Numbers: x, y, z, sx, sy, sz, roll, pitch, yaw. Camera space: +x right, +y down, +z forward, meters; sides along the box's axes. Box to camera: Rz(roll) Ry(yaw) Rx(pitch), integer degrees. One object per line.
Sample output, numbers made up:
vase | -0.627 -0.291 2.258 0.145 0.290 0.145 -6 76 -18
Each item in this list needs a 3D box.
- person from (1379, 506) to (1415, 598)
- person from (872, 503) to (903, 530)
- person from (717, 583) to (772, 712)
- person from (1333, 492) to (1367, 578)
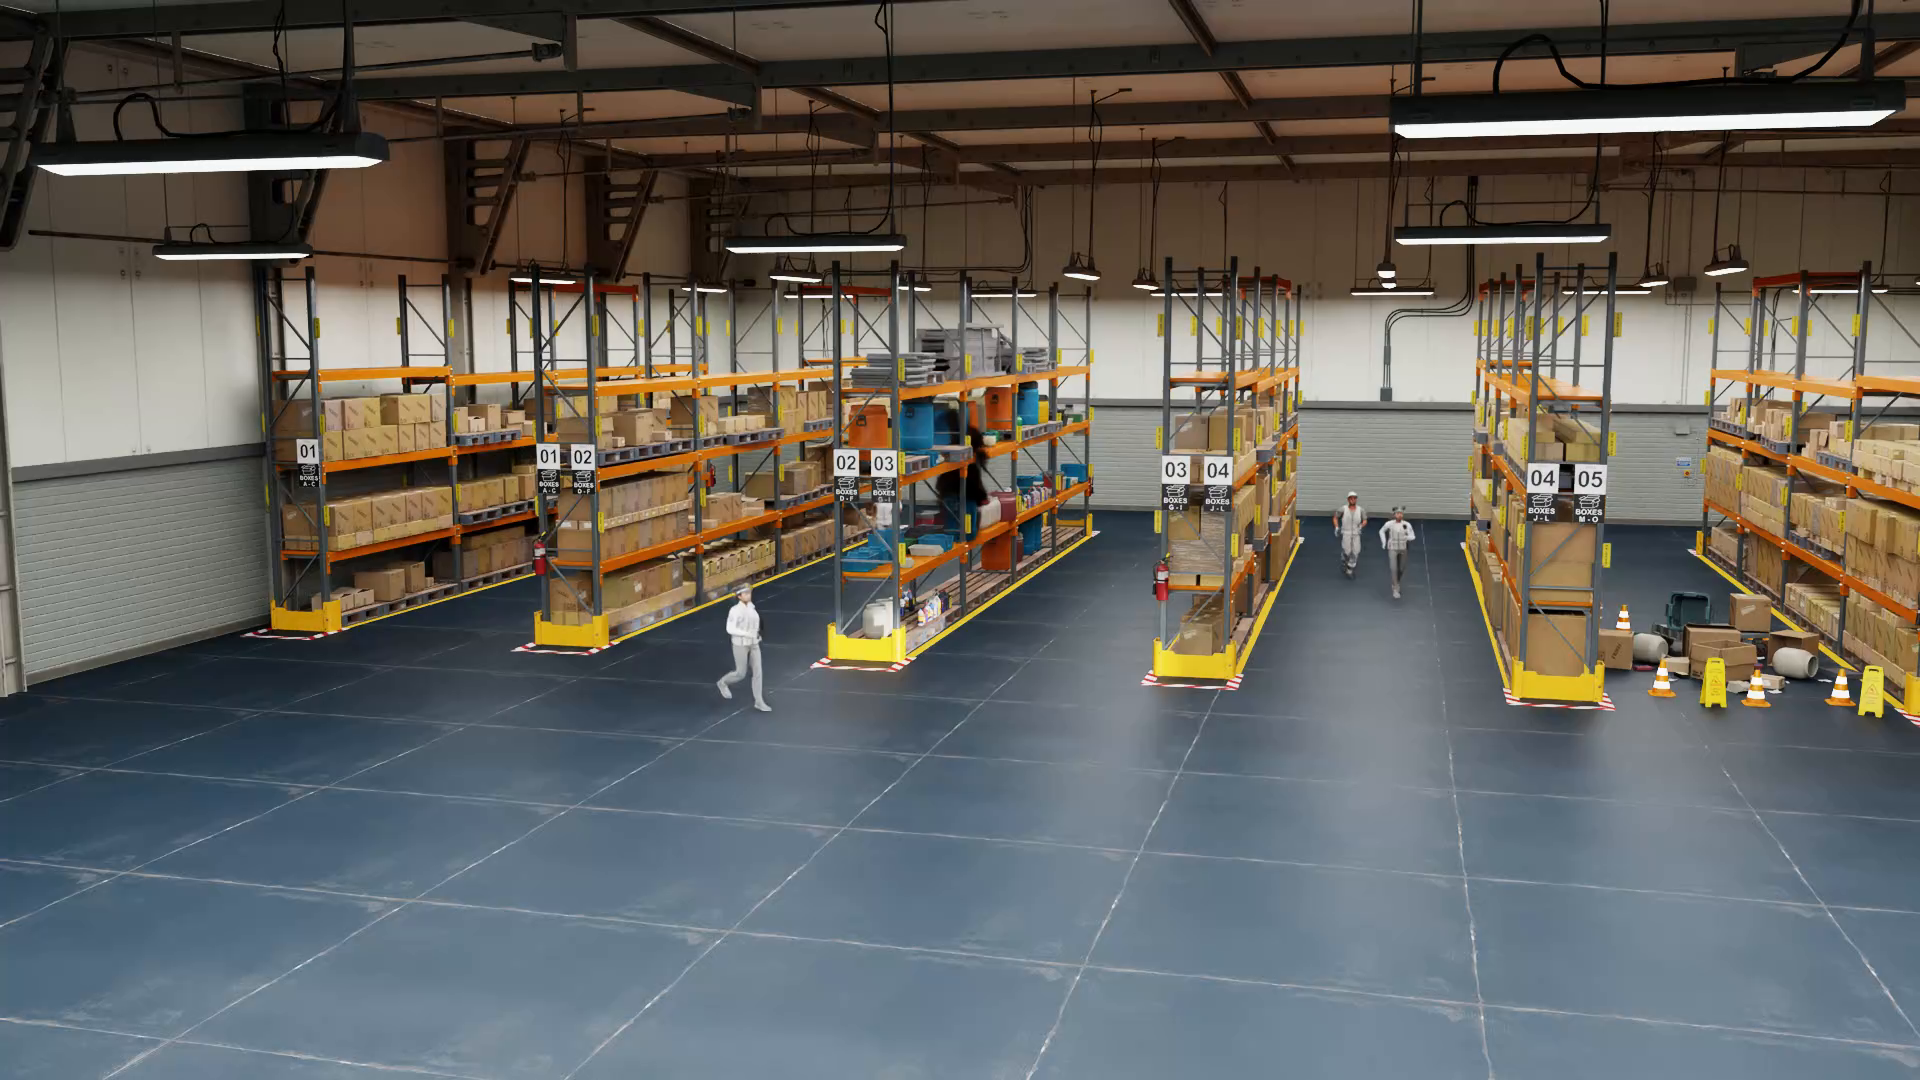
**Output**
person | 8.195 0.195 31.133 0.609 1.683 0.896 0 7 4
person | -1.555 -0.329 35.066 0.697 1.775 0.951 1 7 8
person | -2.855 1.393 21.881 0.901 1.692 0.553 5 9 37
person | 7.850 -0.094 33.362 0.652 1.740 0.565 0 7 3
